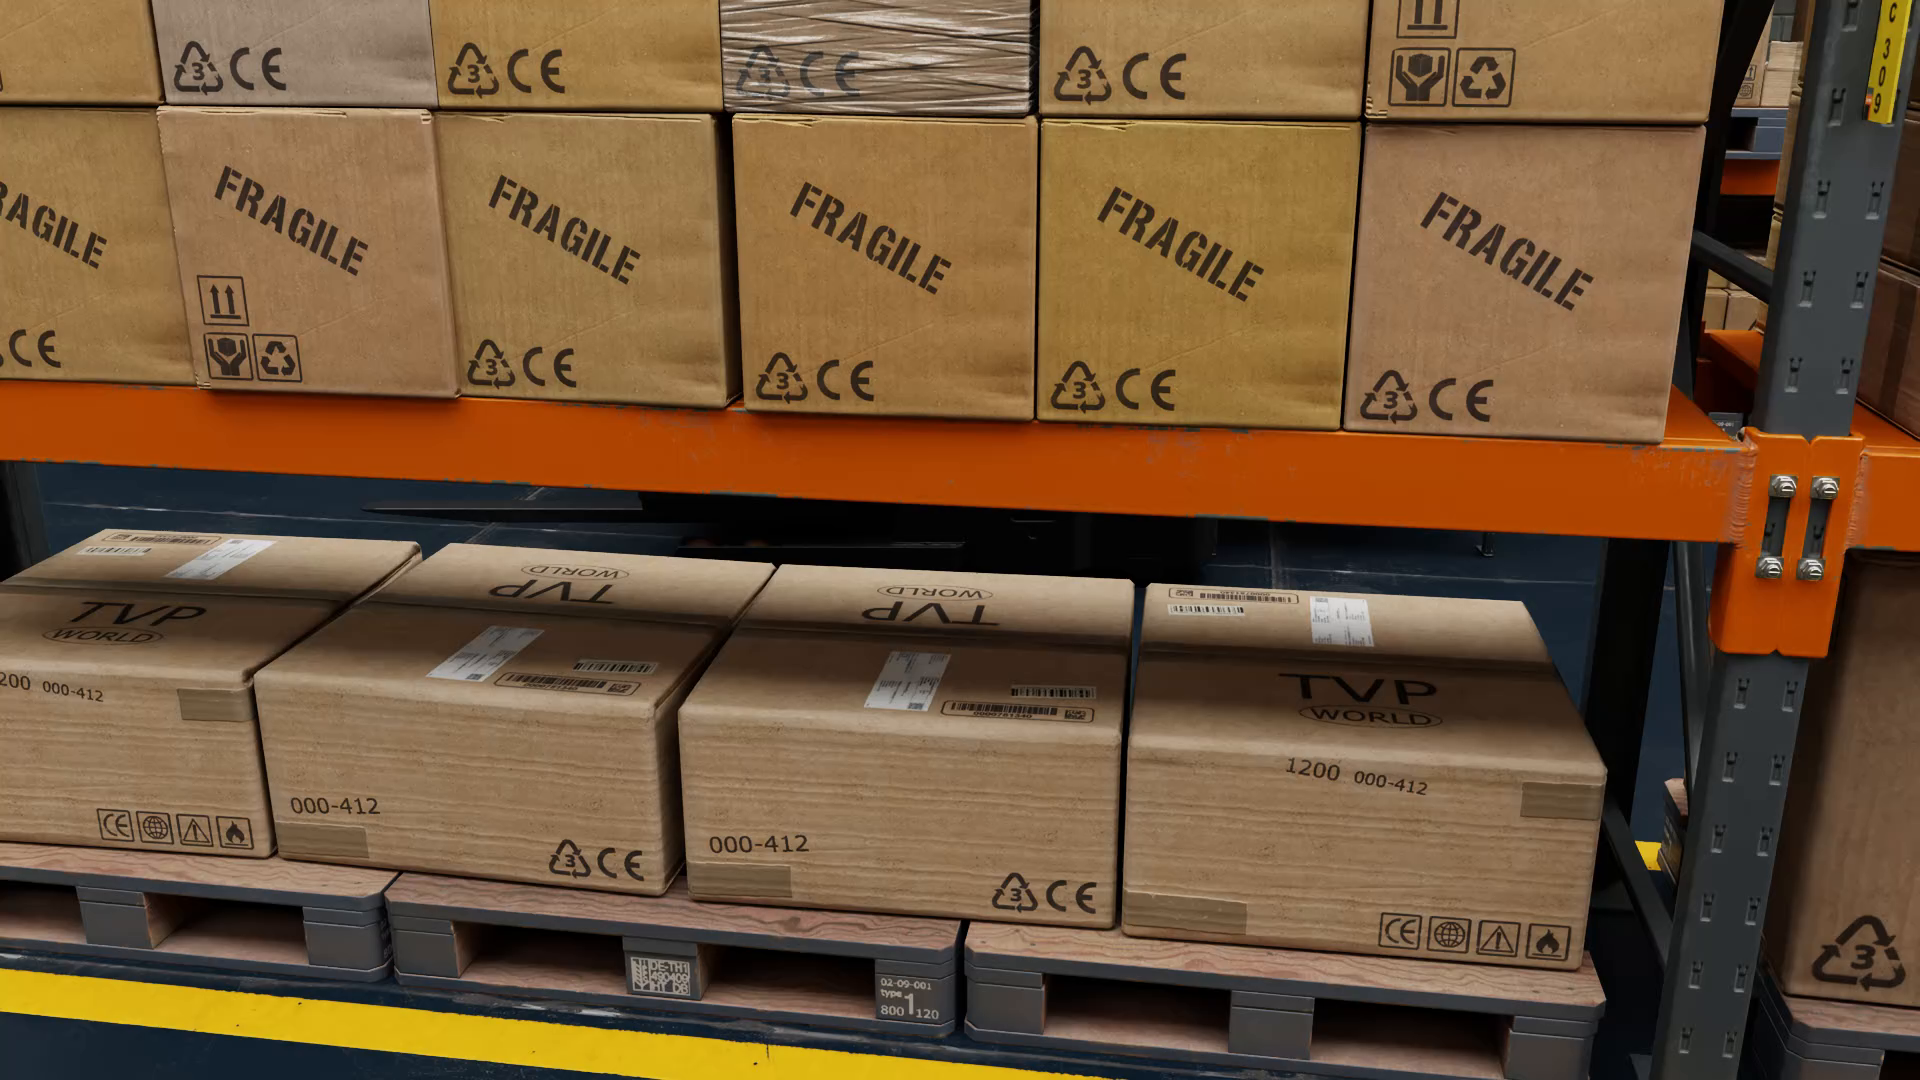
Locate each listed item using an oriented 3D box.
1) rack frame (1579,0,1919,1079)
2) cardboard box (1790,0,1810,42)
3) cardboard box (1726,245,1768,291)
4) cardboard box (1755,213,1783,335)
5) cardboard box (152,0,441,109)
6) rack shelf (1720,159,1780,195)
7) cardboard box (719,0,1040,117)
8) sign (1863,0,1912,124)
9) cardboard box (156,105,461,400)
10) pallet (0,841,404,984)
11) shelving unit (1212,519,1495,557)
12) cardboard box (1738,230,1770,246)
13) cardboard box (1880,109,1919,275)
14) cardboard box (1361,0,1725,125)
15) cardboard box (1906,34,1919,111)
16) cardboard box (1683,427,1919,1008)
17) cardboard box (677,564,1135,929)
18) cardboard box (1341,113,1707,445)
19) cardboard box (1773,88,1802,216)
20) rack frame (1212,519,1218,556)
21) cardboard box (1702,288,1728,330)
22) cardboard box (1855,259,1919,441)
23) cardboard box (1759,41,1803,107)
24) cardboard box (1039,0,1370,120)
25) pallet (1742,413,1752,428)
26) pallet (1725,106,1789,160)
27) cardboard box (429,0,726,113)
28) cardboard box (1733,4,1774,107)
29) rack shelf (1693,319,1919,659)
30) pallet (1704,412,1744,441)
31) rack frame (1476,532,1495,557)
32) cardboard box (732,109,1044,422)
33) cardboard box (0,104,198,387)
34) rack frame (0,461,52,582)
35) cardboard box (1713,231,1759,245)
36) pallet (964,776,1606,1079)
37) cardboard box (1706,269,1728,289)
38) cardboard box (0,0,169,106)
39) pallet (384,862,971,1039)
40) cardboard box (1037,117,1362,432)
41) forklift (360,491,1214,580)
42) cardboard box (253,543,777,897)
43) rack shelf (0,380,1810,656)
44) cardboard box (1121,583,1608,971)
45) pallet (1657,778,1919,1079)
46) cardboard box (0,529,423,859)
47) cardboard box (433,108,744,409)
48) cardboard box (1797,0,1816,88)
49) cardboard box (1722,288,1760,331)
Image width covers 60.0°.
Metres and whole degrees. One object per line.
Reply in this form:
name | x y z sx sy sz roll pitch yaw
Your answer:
rack frame | 1.417 -0.487 3.032 0.127 3.000 1.000 3 19 9
cardboard box | 3.929 -2.129 7.120 0.500 0.500 0.700 3 19 8
cardboard box | 3.567 -1.230 7.506 0.250 0.149 0.380 3 19 9
cardboard box | 1.900 -0.473 3.225 0.500 0.250 0.500 2 19 7
cardboard box | -1.083 -1.050 2.979 0.500 0.500 0.500 3 19 8
rack shelf | 4.175 -1.601 7.494 4.000 0.370 1.077 3 19 9
cardboard box | -0.097 -0.997 2.822 0.500 0.500 0.500 3 19 9
sign | 1.330 -0.762 2.363 0.005 0.325 0.100 3 19 9
cardboard box | -1.101 -0.574 3.134 0.500 0.500 0.500 3 19 8
pallet | -1.731 0.649 4.029 1.213 0.211 1.003 3 19 9
shelving unit | 1.437 -0.729 6.117 1.048 1.500 0.538 0 18 0
cardboard box | 3.894 -1.384 7.967 0.250 0.149 0.380 3 19 9
cardboard box | 1.806 -0.543 2.647 0.500 0.250 0.500 2 19 7
cardboard box | 0.907 -0.946 2.670 0.500 0.500 0.500 3 19 8
cardboard box | 1.806 -0.897 2.522 0.500 0.500 0.500 3 19 9
cardboard box | 2.042 0.327 3.285 0.875 0.875 0.875 4 19 10
cardboard box | -0.070 0.418 3.701 0.875 0.438 0.875 2 19 7
cardboard box | 0.918 -0.478 2.847 0.500 0.500 0.500 3 19 9
cardboard box | 1.891 -0.707 3.138 0.500 0.250 0.500 3 19 9
rack frame | 0.929 -0.730 6.121 0.032 1.500 0.500 0 18 0
cardboard box | 3.170 -0.938 7.656 0.500 0.500 0.500 3 19 8
cardboard box | 1.809 -0.311 2.743 0.500 0.250 0.500 2 19 7
cardboard box | 3.511 -1.988 7.067 0.258 0.266 0.396 4 19 11
cardboard box | 0.407 -0.974 2.754 0.500 0.500 0.500 3 19 8
pallet | 4.218 -0.630 7.855 1.213 0.211 1.003 3 19 9
pallet | 2.972 -1.877 7.489 1.213 0.211 1.003 3 19 9
cardboard box | -0.590 -1.025 2.905 0.500 0.500 0.500 3 19 9
cardboard box | 3.154 -2.169 7.238 0.500 0.500 0.700 3 19 9
rack shelf | 3.391 -0.046 2.846 4.000 0.370 1.077 3 19 9
pallet | 3.009 -0.691 8.036 1.213 0.211 1.003 3 19 9
rack frame | 1.945 -0.727 6.113 0.032 1.500 0.500 0 18 0
cardboard box | -0.089 -0.523 2.981 0.500 0.500 0.500 3 19 8
cardboard box | -1.600 -0.605 3.227 0.500 0.500 0.500 3 19 8
rack frame | -2.533 -0.689 3.634 0.127 3.000 1.000 3 19 9
cardboard box | 3.632 -1.379 7.953 0.250 0.149 0.380 3 19 10
pallet | 0.678 0.772 3.662 1.213 0.211 1.003 3 19 9
cardboard box | 3.326 -1.254 7.579 0.250 0.149 0.380 3 19 8
cardboard box | -1.593 -1.073 3.049 0.500 0.500 0.500 2 19 7
pallet | -0.530 0.712 3.844 1.213 0.211 1.003 3 19 9
cardboard box | 0.409 -0.502 2.919 0.500 0.500 0.500 2 19 7
forklift | -0.624 -1.391 5.842 3.031 2.935 1.130 0 19 0
cardboard box | -0.960 0.373 3.839 0.875 0.438 0.875 3 19 10
rack shelf | -0.558 -0.247 3.447 4.000 0.370 1.077 3 19 9
cardboard box | 0.814 0.463 3.567 0.875 0.438 0.875 3 19 8
pallet | 2.191 0.850 3.429 1.213 0.211 1.003 3 19 9
cardboard box | -1.865 0.329 3.968 0.875 0.438 0.875 2 19 7
cardboard box | -0.604 -0.554 3.074 0.500 0.500 0.500 4 19 10
cardboard box | 1.898 -1.065 3.026 0.500 0.500 0.500 4 19 10
cardboard box | 3.662 -0.911 7.577 0.500 0.500 0.500 2 19 7
